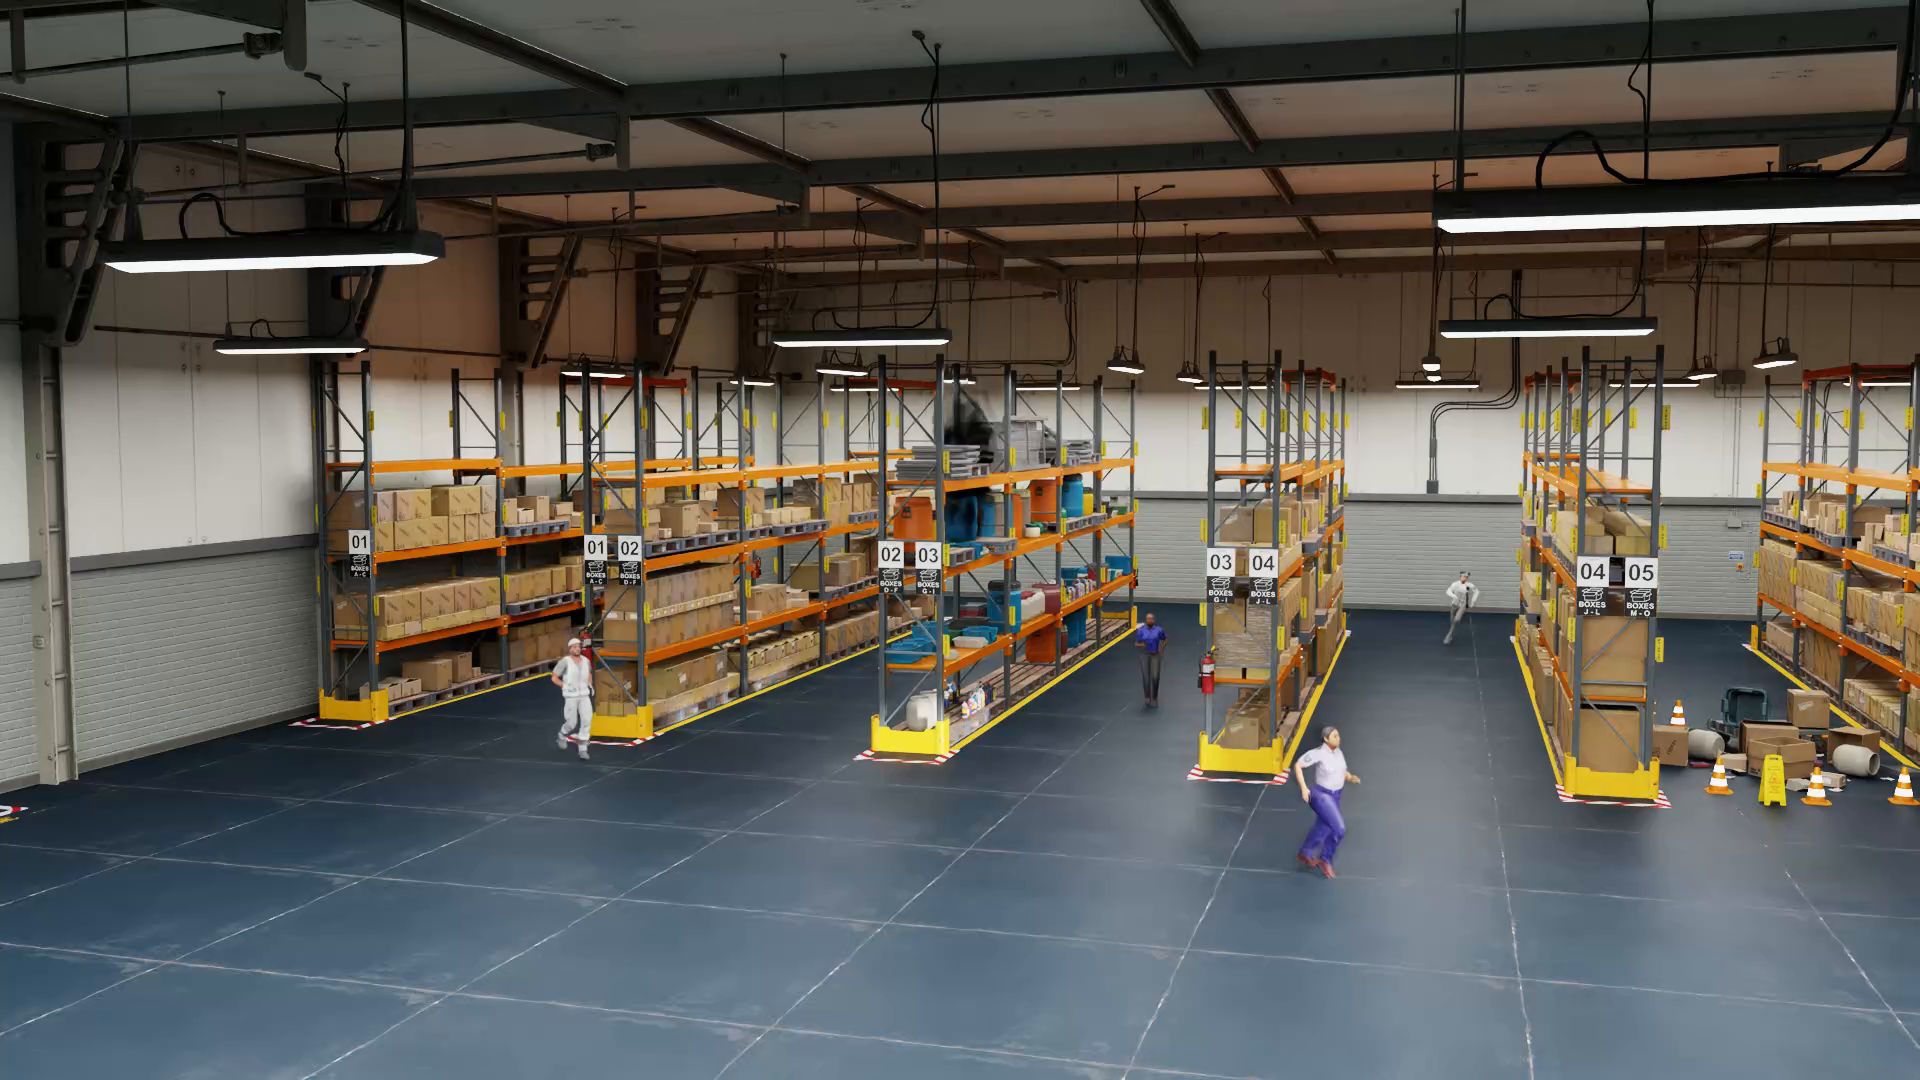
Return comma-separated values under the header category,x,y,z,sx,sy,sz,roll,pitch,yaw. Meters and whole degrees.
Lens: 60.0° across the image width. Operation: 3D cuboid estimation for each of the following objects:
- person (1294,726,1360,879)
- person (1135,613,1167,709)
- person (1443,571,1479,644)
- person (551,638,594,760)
category,x,y,z,sx,sy,sz,roll,pitch,yaw
person,4.048,2.882,18.328,0.783,1.688,0.570,4,6,43
person,3.330,2.128,29.045,0.558,1.656,0.667,1,4,8
person,11.316,1.514,37.644,0.727,1.670,0.840,2,5,31
person,-5.745,2.351,24.798,0.671,1.780,0.803,-3,5,-37
